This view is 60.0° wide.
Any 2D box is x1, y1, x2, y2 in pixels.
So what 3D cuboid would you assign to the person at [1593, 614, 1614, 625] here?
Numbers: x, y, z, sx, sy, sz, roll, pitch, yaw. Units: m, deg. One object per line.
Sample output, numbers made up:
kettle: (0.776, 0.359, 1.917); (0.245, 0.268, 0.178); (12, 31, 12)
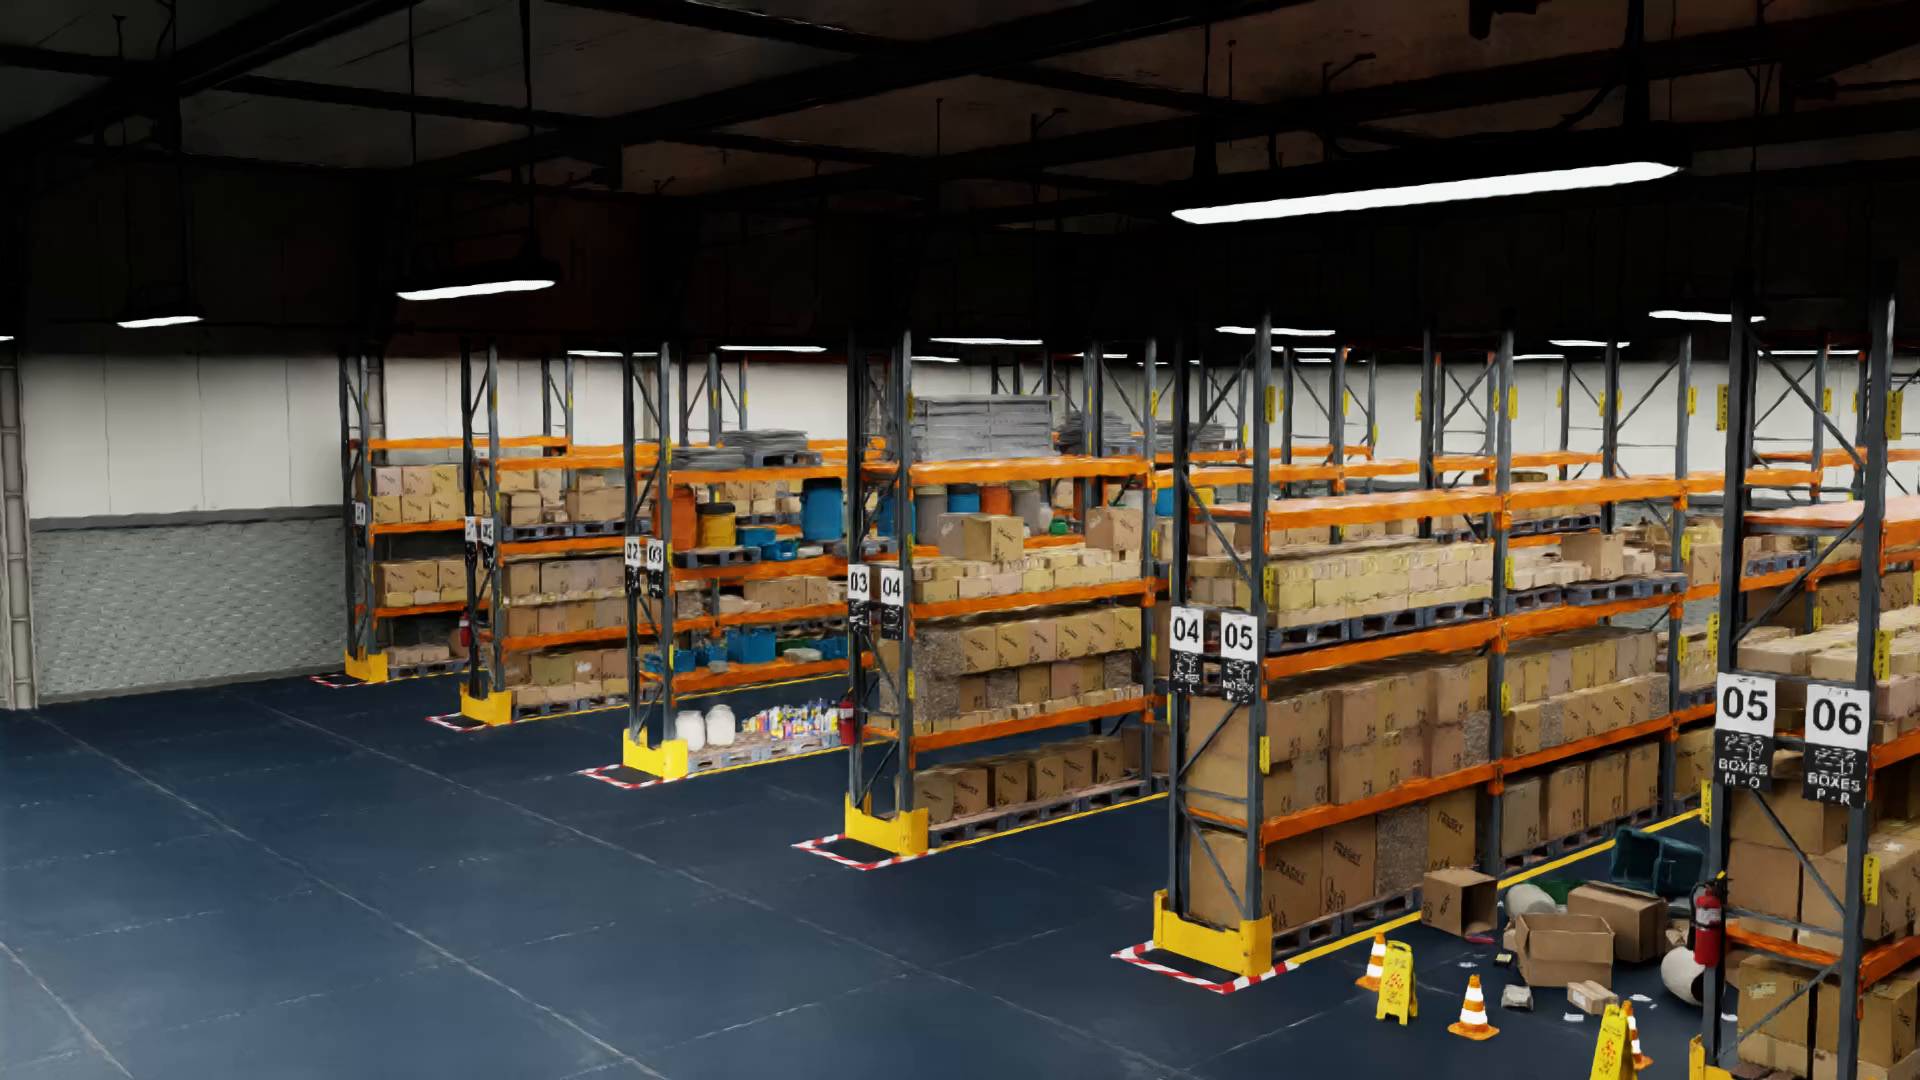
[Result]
person: (12.716, 1.326, 33.046); (0.627, 1.772, 0.593); (1, 5, 13)
